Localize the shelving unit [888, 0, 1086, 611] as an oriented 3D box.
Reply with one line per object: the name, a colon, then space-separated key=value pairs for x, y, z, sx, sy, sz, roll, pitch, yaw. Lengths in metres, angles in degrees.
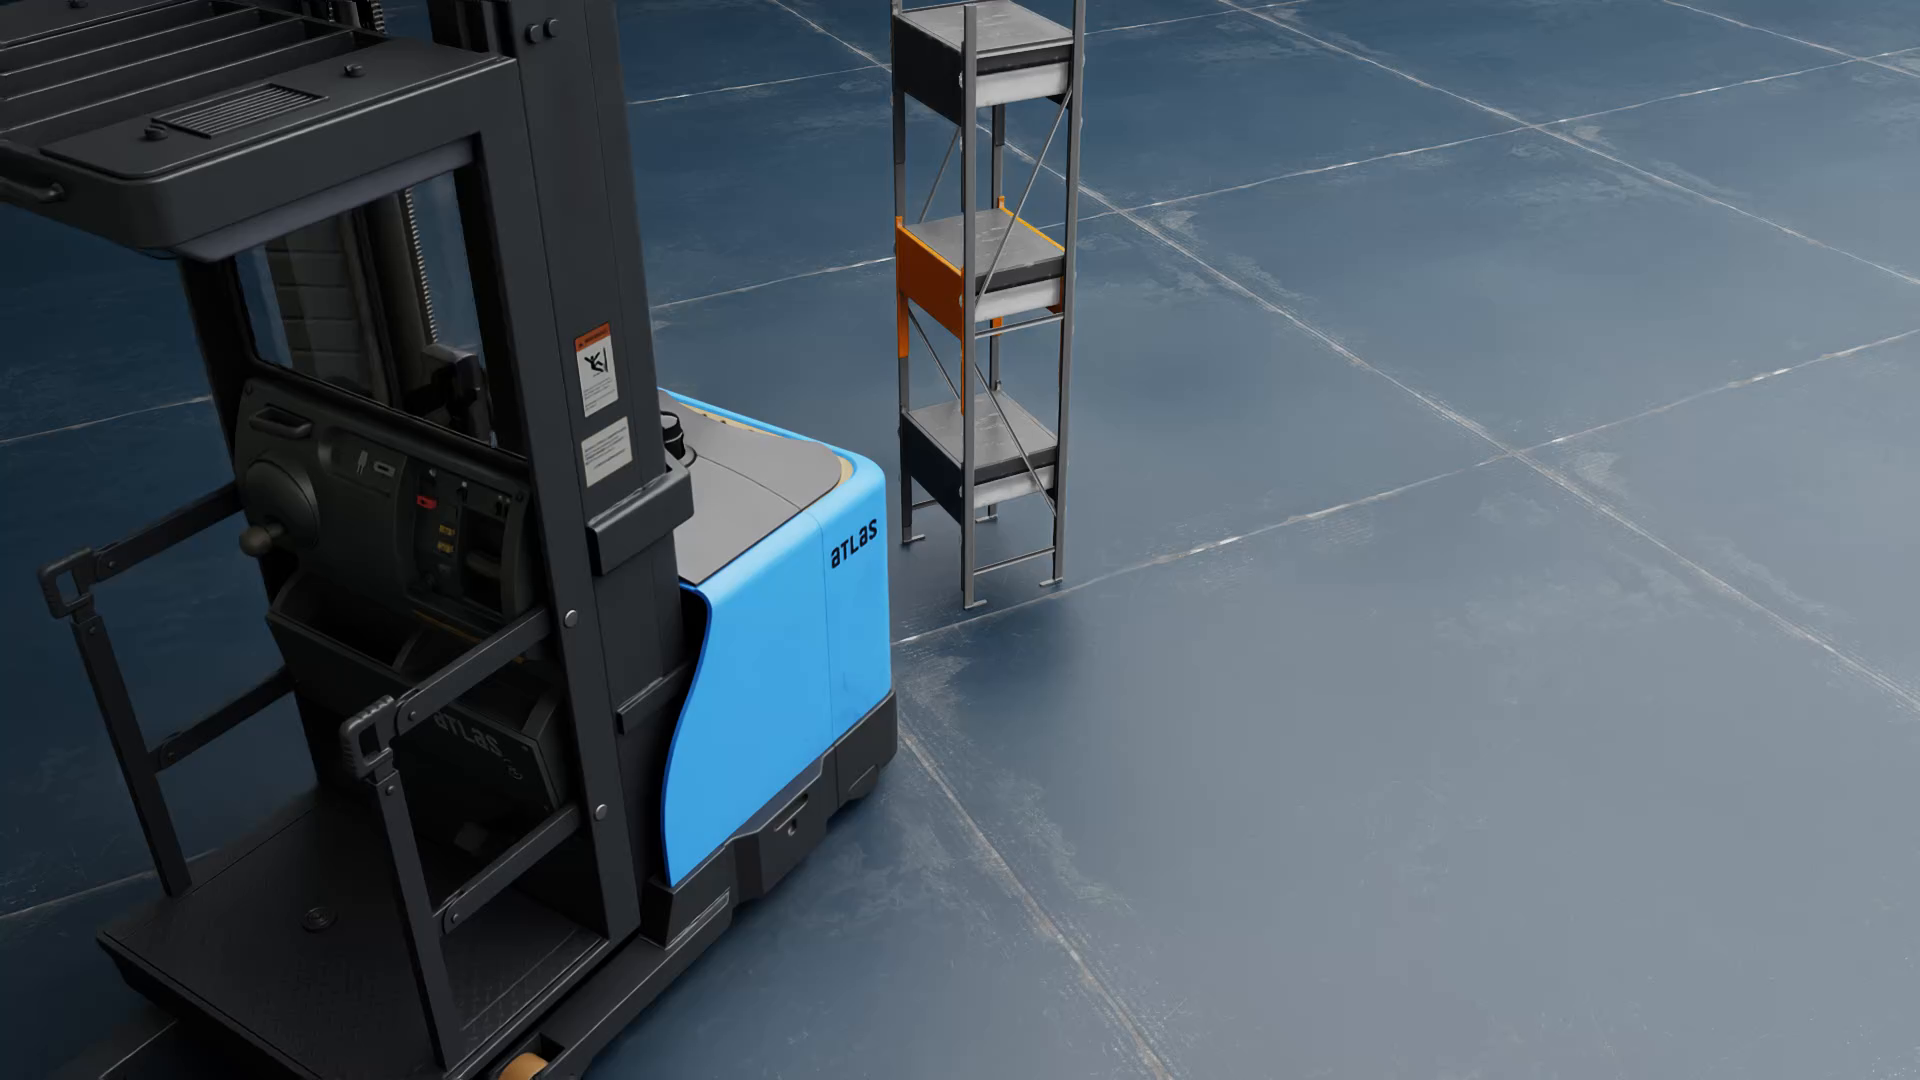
shelving unit: x=0.077 y=-0.805 z=5.560 sx=0.431 sy=2.100 sz=0.503 roll=-16 pitch=36 yaw=-23

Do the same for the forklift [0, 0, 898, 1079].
forklift: x=-1.417 y=-0.023 z=3.568 sx=1.130 sy=2.935 sz=3.031 roll=19 pitch=37 yaw=27

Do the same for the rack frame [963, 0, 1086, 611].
rack frame: x=0.191 y=-0.689 z=5.379 sx=0.400 sy=2.100 sz=0.015 roll=-16 pitch=36 yaw=-23

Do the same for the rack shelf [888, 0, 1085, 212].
rack shelf: x=0.077 y=-1.383 z=5.190 sx=0.431 sy=0.518 sz=0.480 roll=-16 pitch=36 yaw=-23

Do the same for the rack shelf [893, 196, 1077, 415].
rack shelf: x=0.077 y=-0.794 z=5.568 sx=0.431 sy=0.518 sz=0.480 roll=-16 pitch=36 yaw=-23

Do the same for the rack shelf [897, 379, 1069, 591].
rack shelf: x=0.077 y=-0.204 z=5.945 sx=0.431 sy=0.518 sz=0.480 roll=-16 pitch=36 yaw=-23

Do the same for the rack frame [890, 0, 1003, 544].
rack frame: x=-0.037 y=-0.922 z=5.742 sx=0.400 sy=2.100 sz=0.015 roll=-16 pitch=36 yaw=-23
